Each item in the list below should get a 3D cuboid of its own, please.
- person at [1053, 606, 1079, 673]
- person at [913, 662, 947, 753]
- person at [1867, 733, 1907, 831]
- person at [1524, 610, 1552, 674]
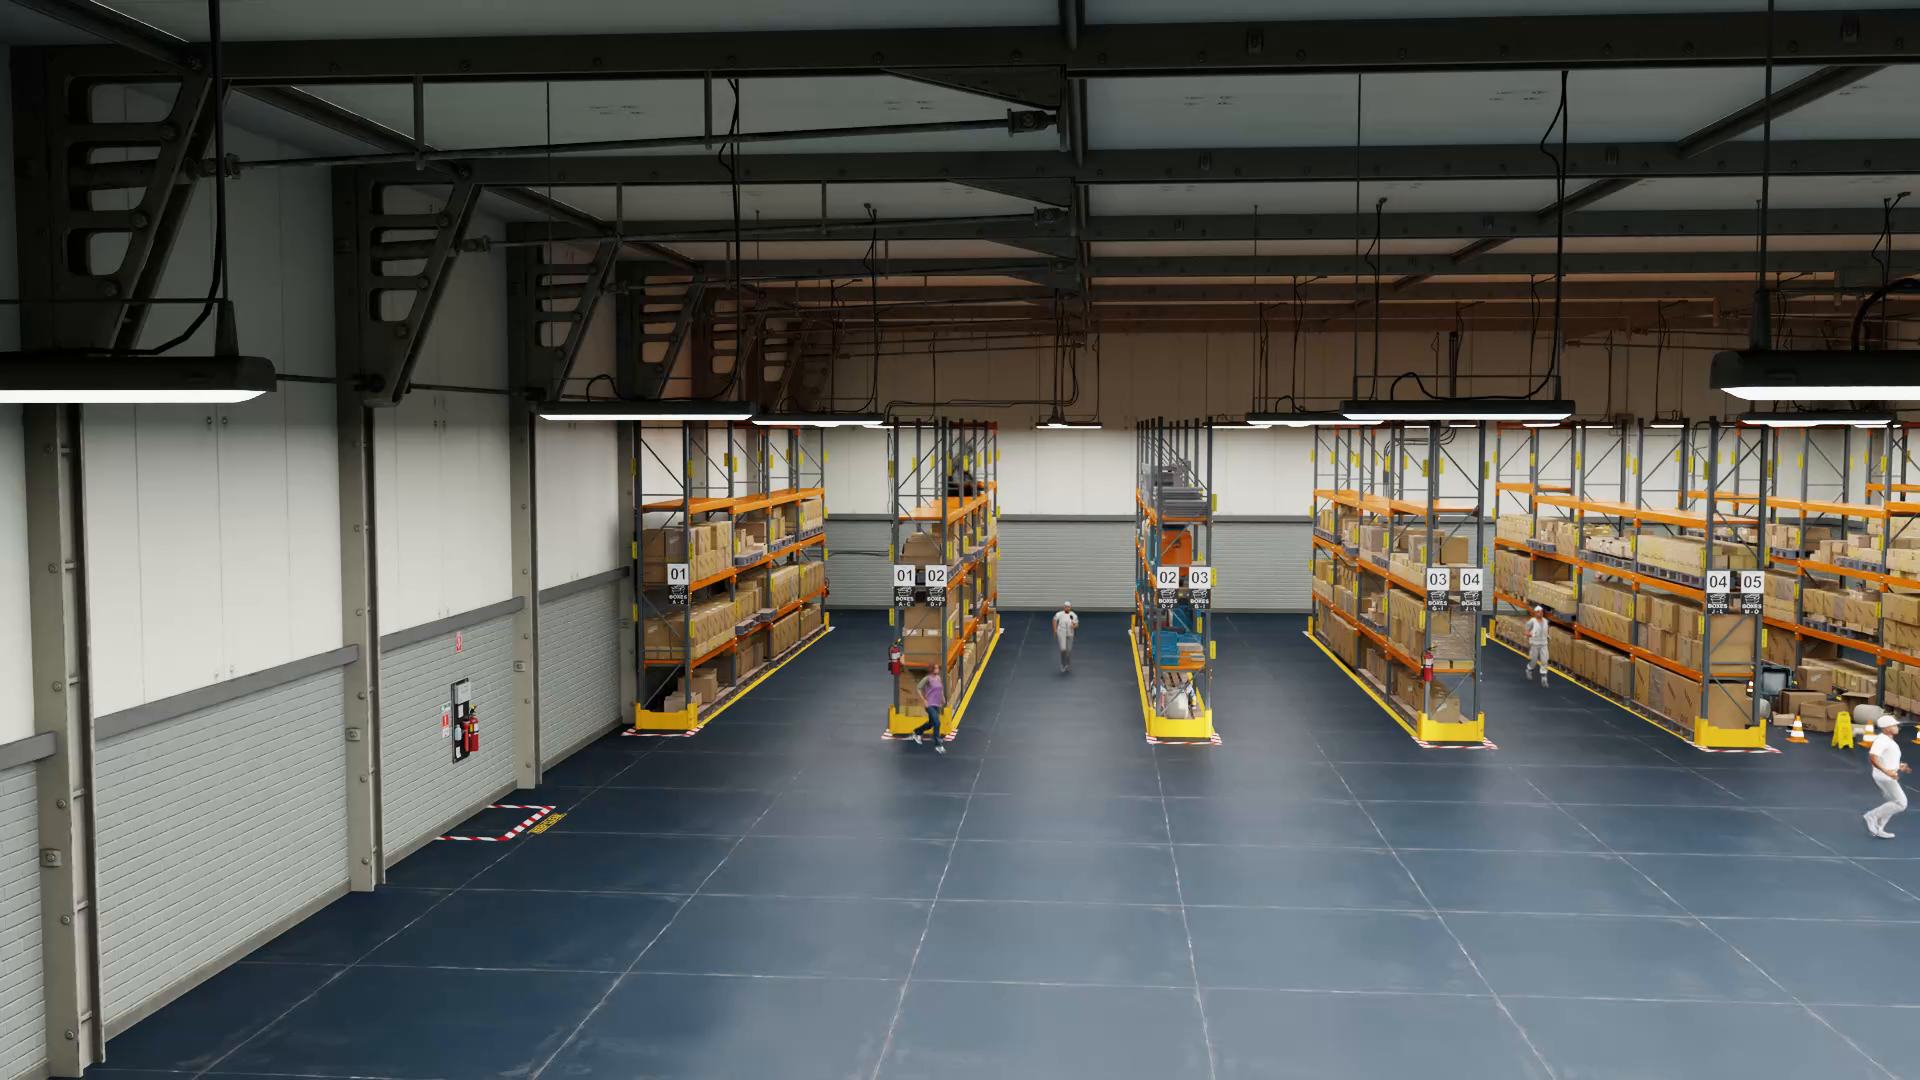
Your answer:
[{"bbox_3d":[2.534,2.332,39.657,0.570,1.670,0.783,0,4,-7],"label":"person"},{"bbox_3d":[-0.535,2.990,29.847,0.823,1.608,0.559,3,5,35],"label":"person"},{"bbox_3d":[13.053,3.424,23.381,0.483,1.413,0.442,2,4,32],"label":"person"},{"bbox_3d":[12.985,2.263,37.287,0.656,1.473,0.661,0,4,-3],"label":"person"}]
